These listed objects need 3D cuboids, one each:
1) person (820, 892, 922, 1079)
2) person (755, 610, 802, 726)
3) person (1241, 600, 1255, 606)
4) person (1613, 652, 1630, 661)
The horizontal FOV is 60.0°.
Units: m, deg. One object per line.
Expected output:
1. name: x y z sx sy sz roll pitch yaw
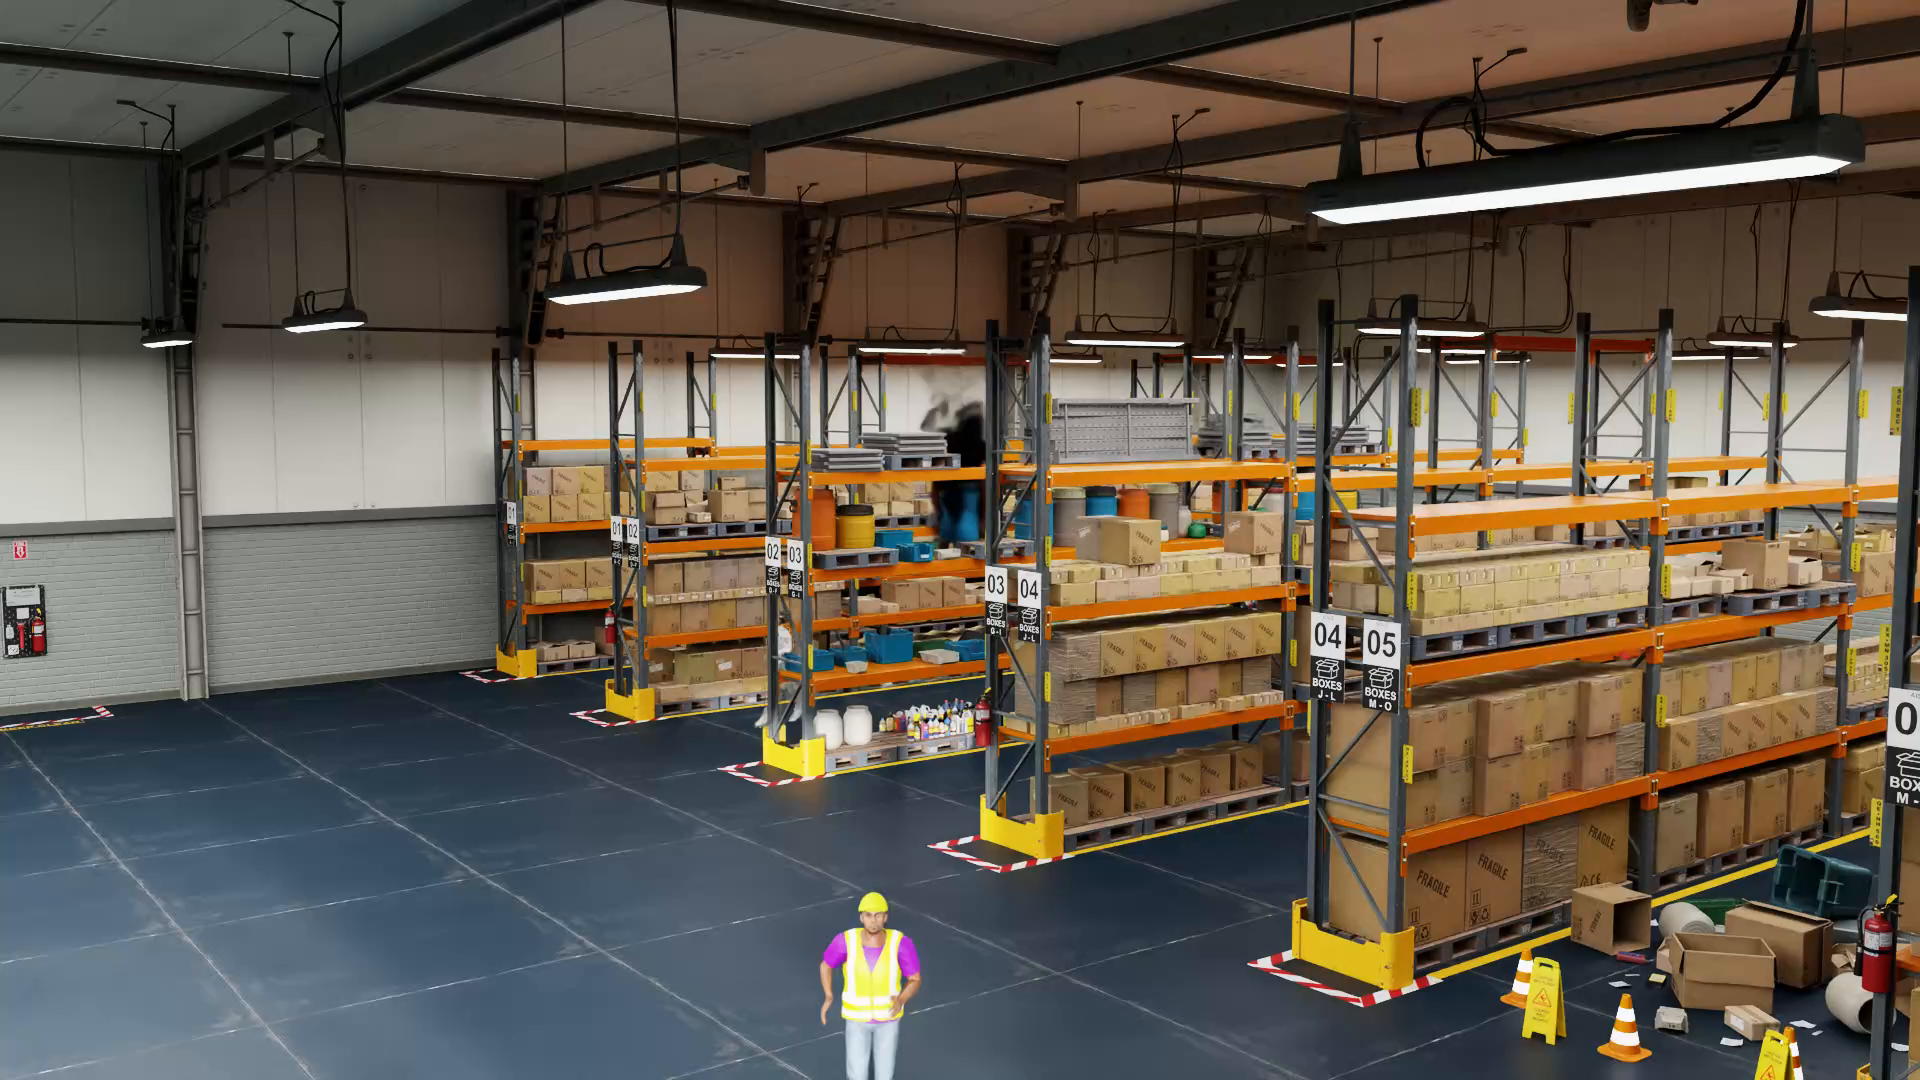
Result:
1. person: -0.609 3.293 11.466 0.705 1.719 0.580 0 5 -5
2. person: -2.683 1.862 24.608 0.790 1.728 0.622 -4 7 -41
3. person: 5.426 1.476 32.018 0.680 1.716 0.720 4 7 40
4. person: 8.855 2.358 22.267 0.788 1.738 0.667 -4 6 -38
